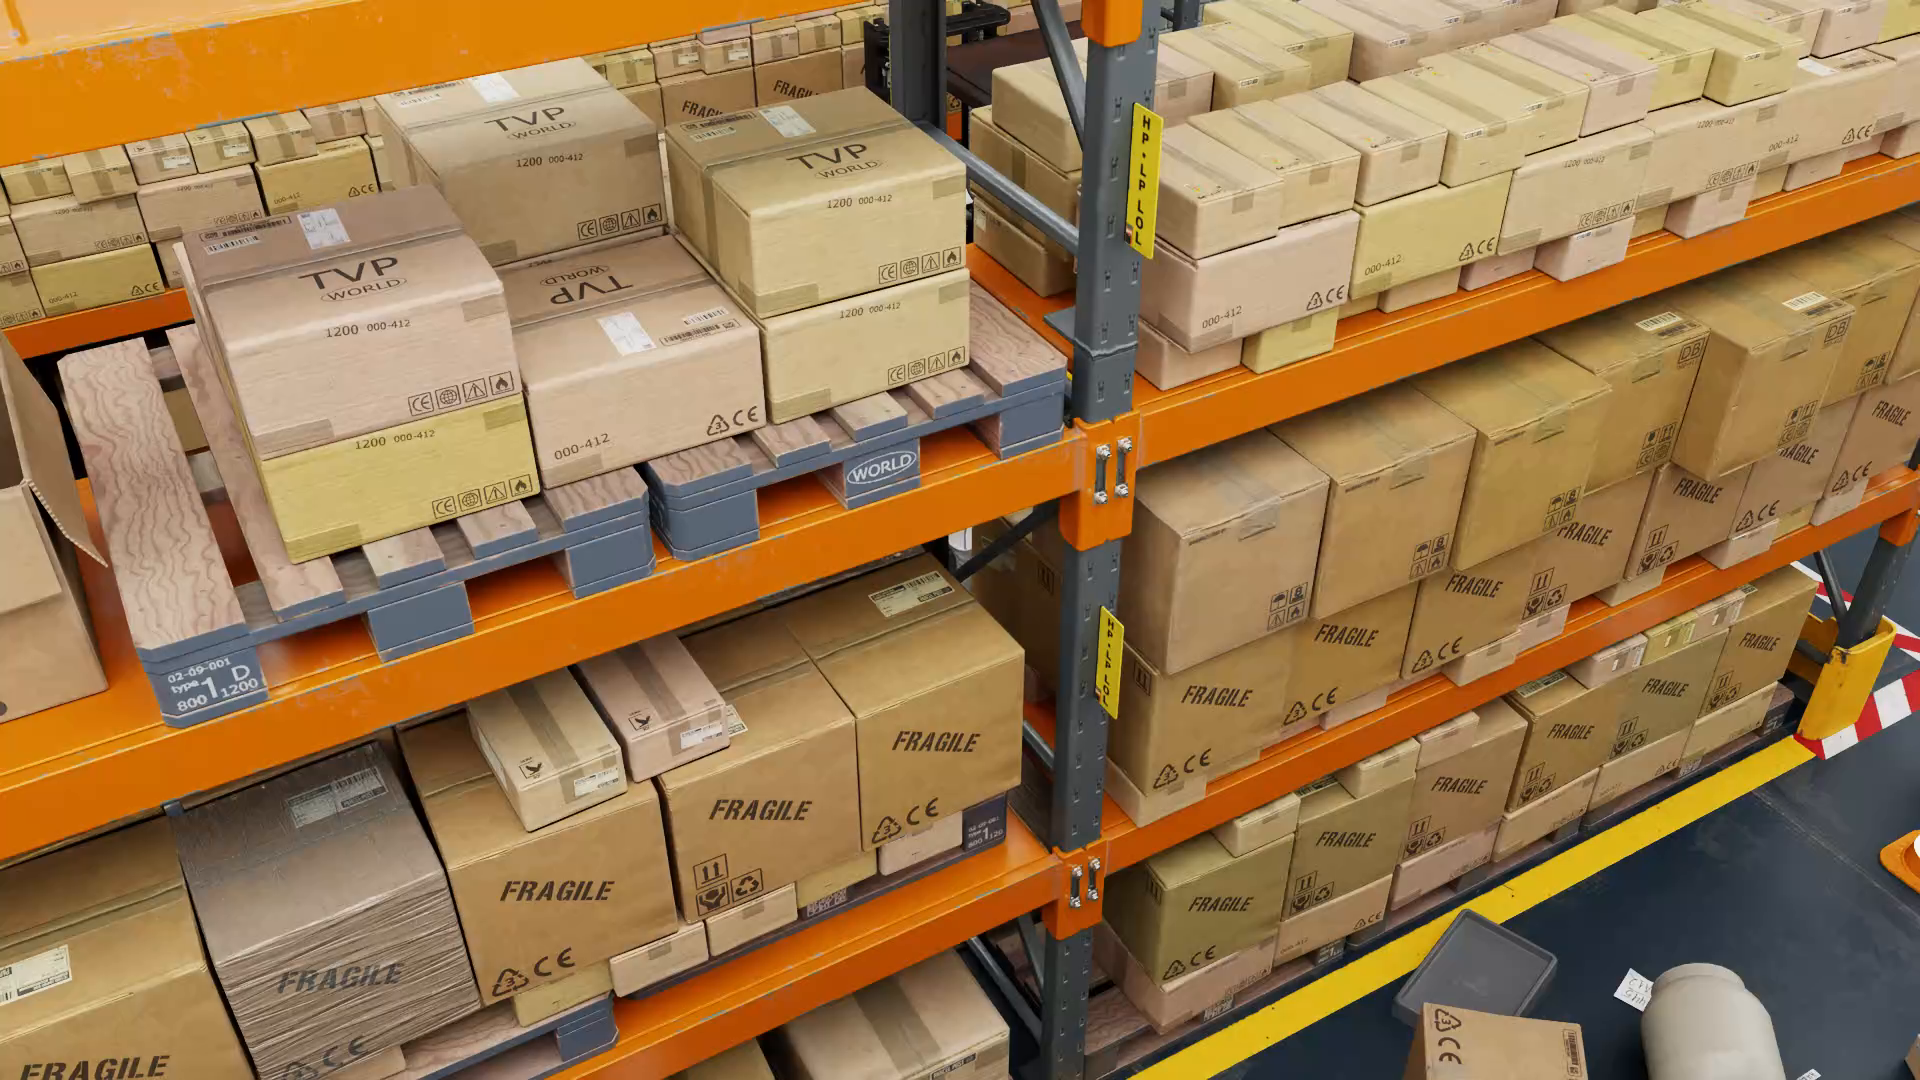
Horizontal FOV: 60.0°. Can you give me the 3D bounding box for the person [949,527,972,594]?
[{"bbox_3d":[-0.010,-0.006,6.915,0.529,1.670,0.599,-20,41,-24],"label":"person"}]
